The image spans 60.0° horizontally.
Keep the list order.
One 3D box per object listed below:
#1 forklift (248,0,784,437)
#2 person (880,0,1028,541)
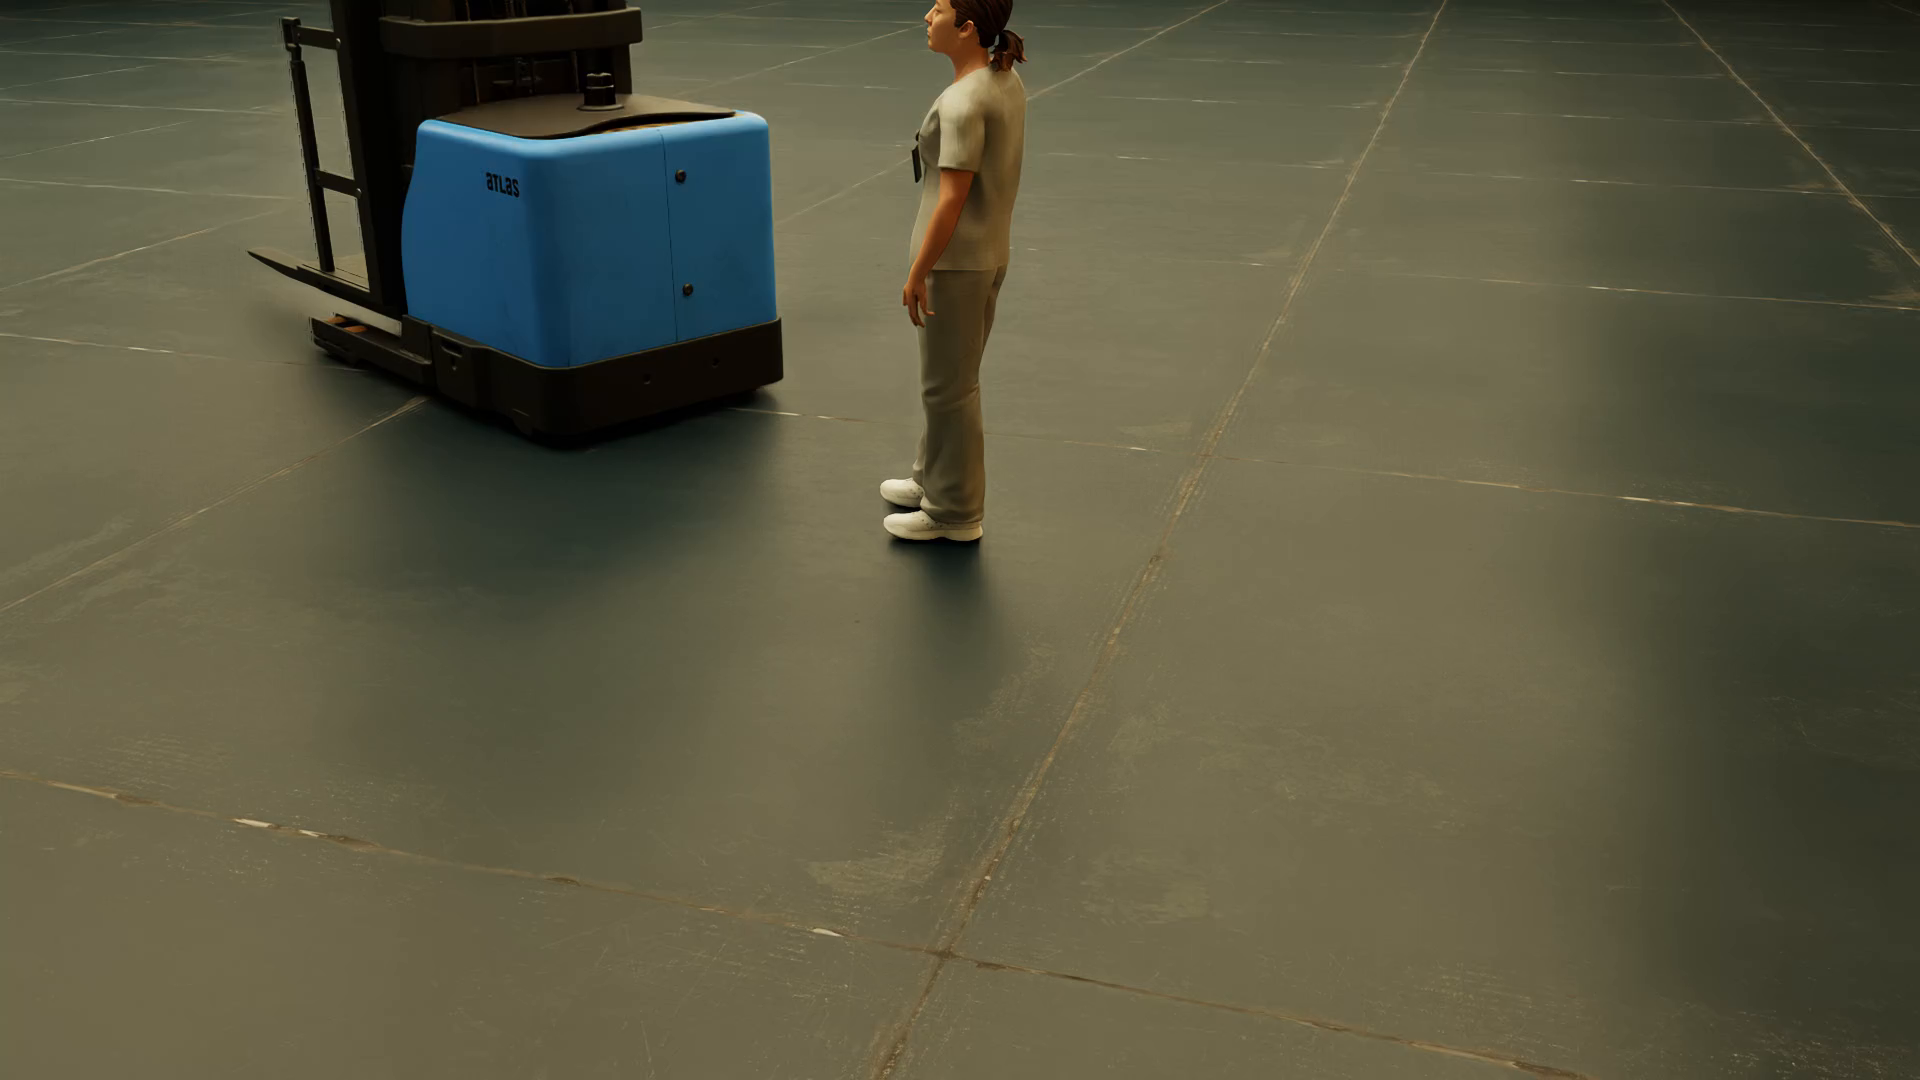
[{"bbox_3d":[-2.073,-2.194,6.593,1.130,2.935,3.031,-20,30,-40],"label":"forklift"},{"bbox_3d":[-0.066,-0.795,4.830,0.549,1.675,0.549,7,23,16],"label":"person"}]
